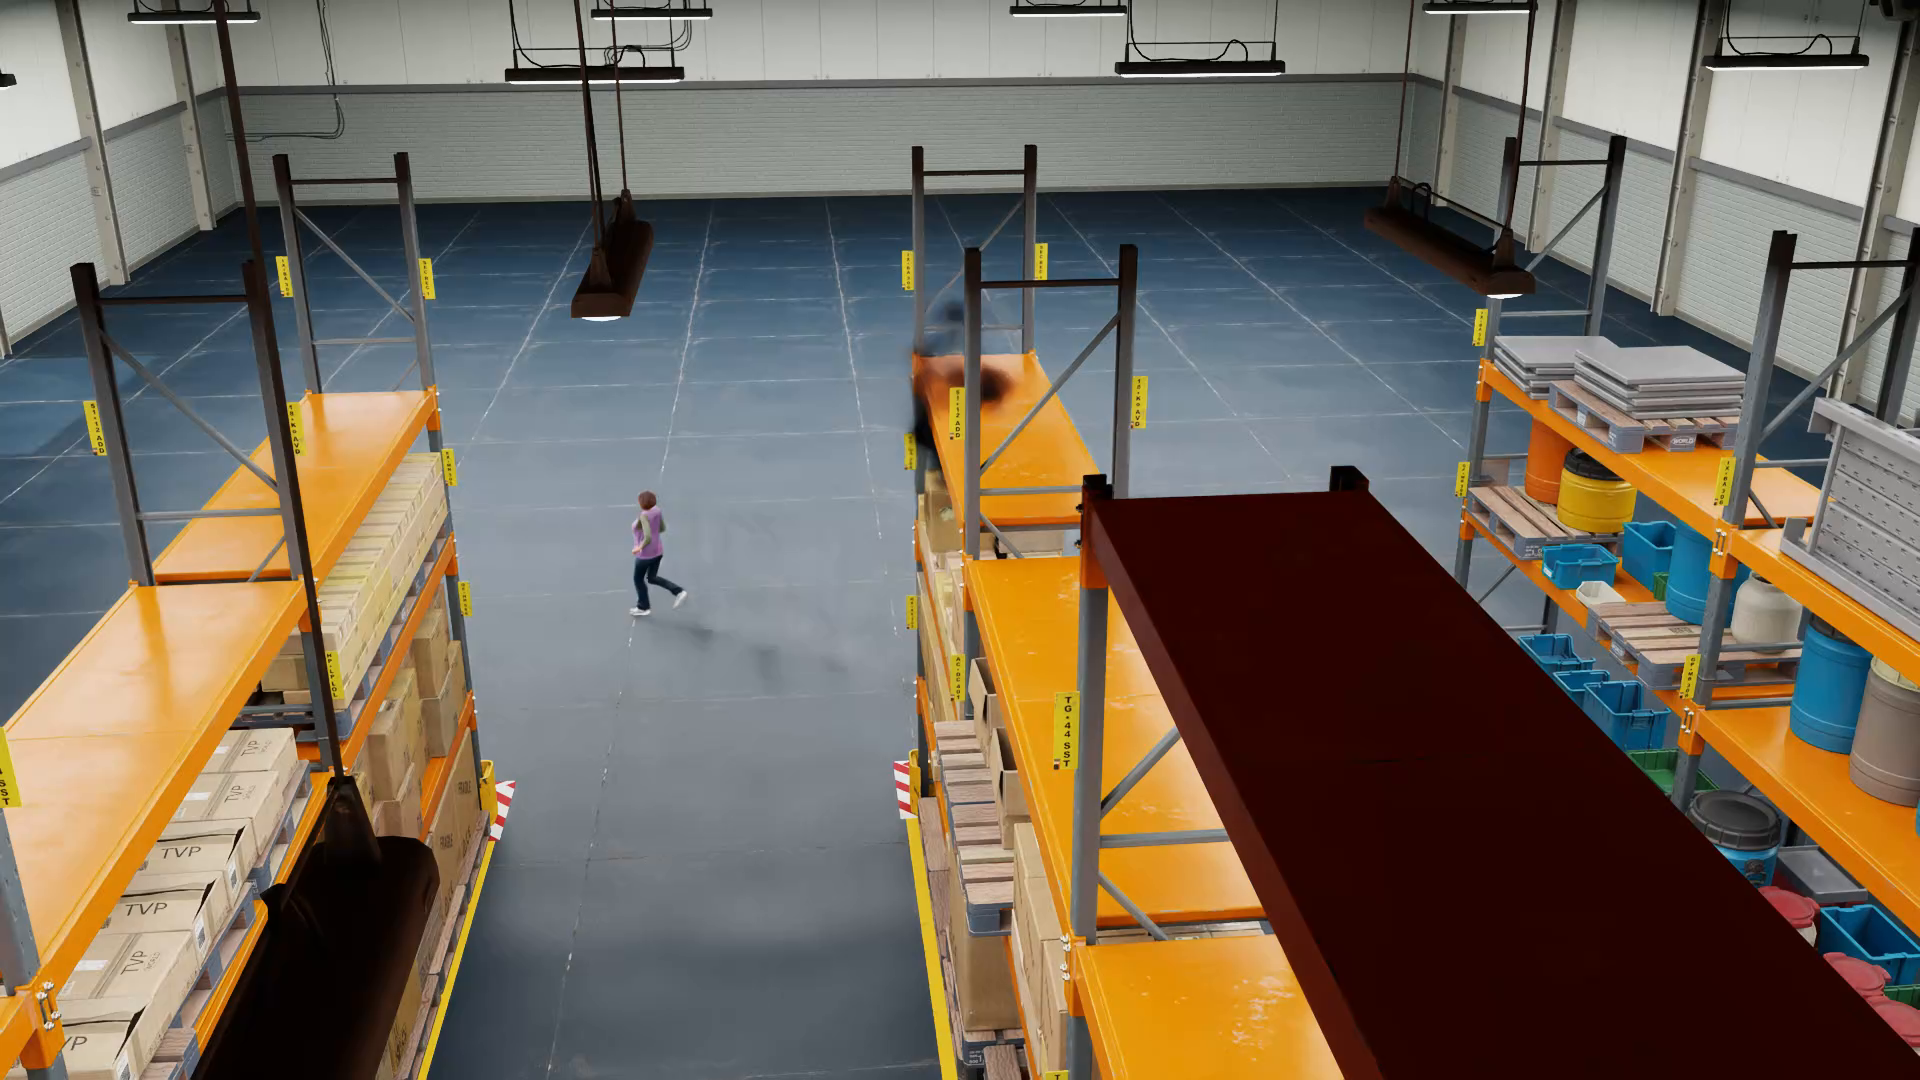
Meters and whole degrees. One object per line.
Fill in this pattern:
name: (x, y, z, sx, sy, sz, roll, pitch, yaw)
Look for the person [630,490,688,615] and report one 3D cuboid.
person: (-3.522, 0.178, 19.070, 0.779, 1.585, 0.537, 9, 23, 22)
